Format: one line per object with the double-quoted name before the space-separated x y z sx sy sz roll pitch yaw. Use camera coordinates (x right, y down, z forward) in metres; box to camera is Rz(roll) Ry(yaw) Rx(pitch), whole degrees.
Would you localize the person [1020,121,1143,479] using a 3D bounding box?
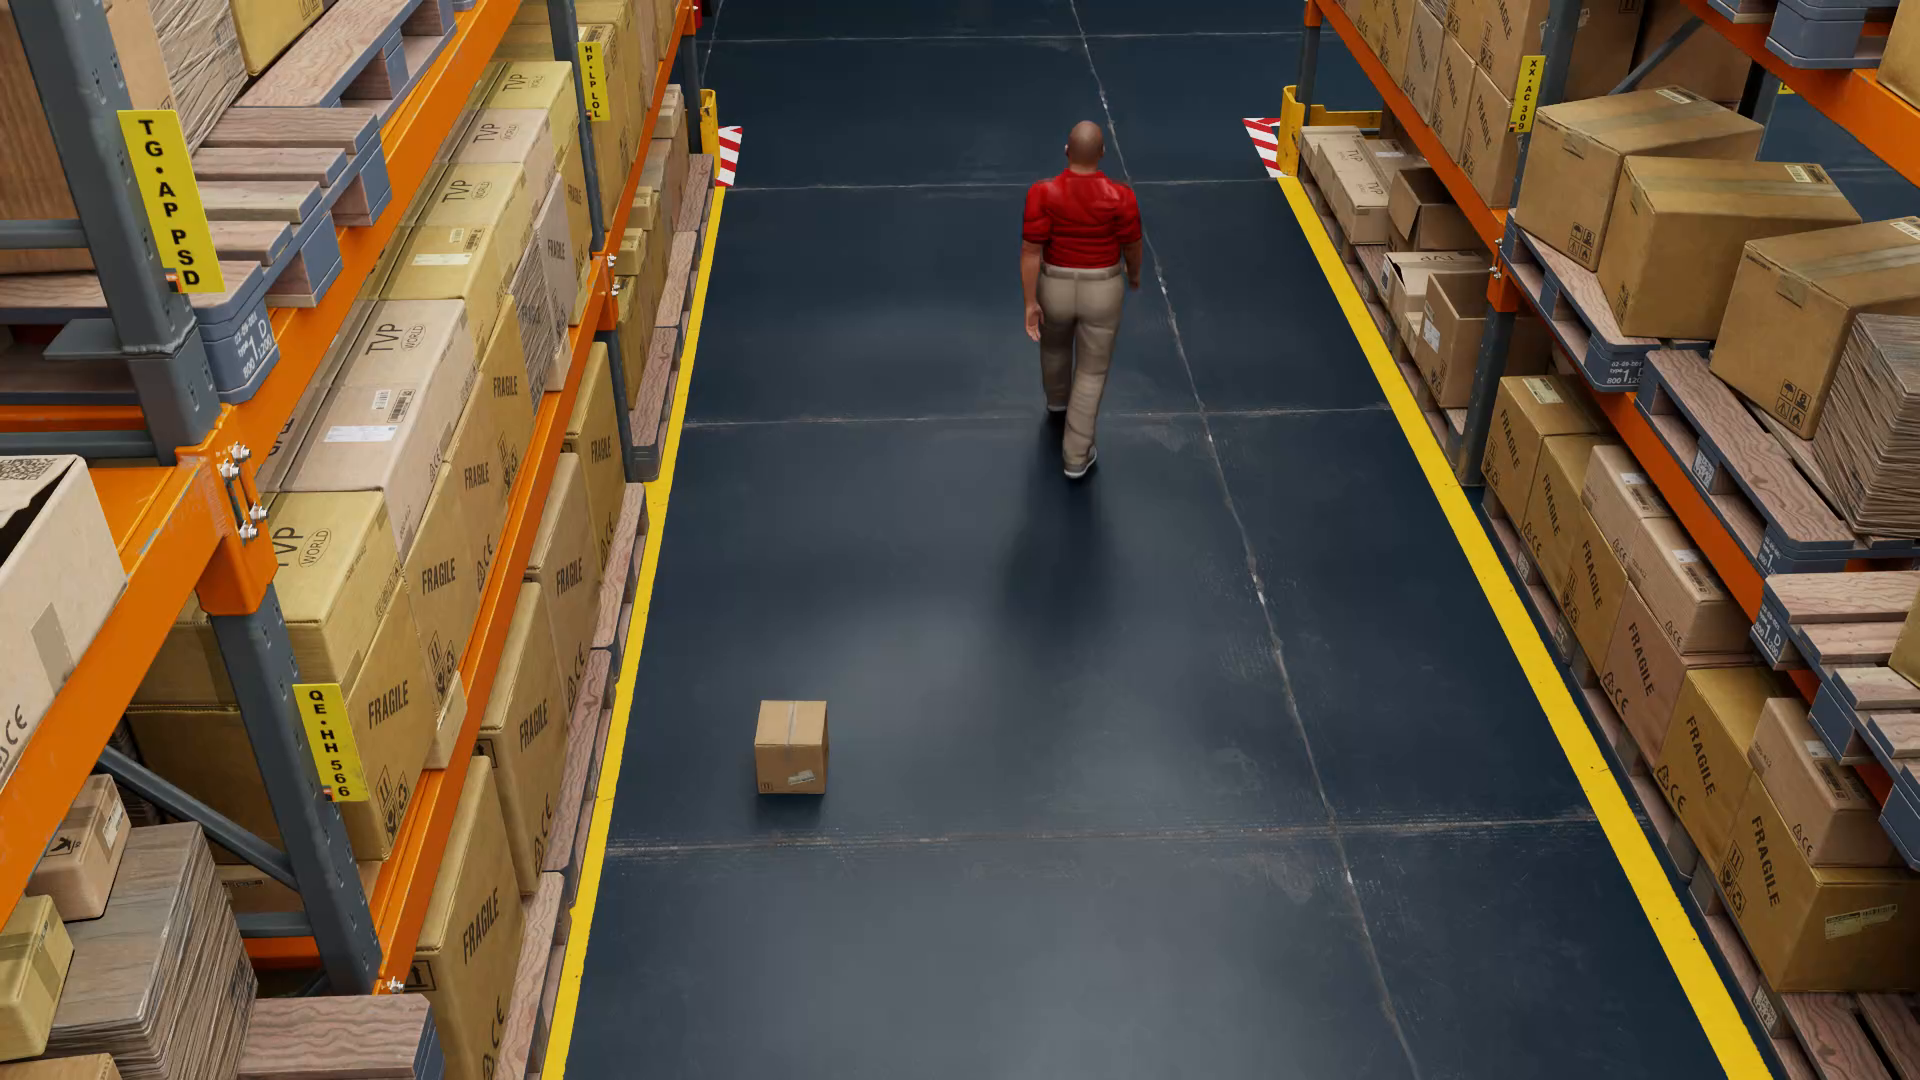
"person" 0.594 -1.210 7.885 0.534 1.712 0.896 8 36 11
